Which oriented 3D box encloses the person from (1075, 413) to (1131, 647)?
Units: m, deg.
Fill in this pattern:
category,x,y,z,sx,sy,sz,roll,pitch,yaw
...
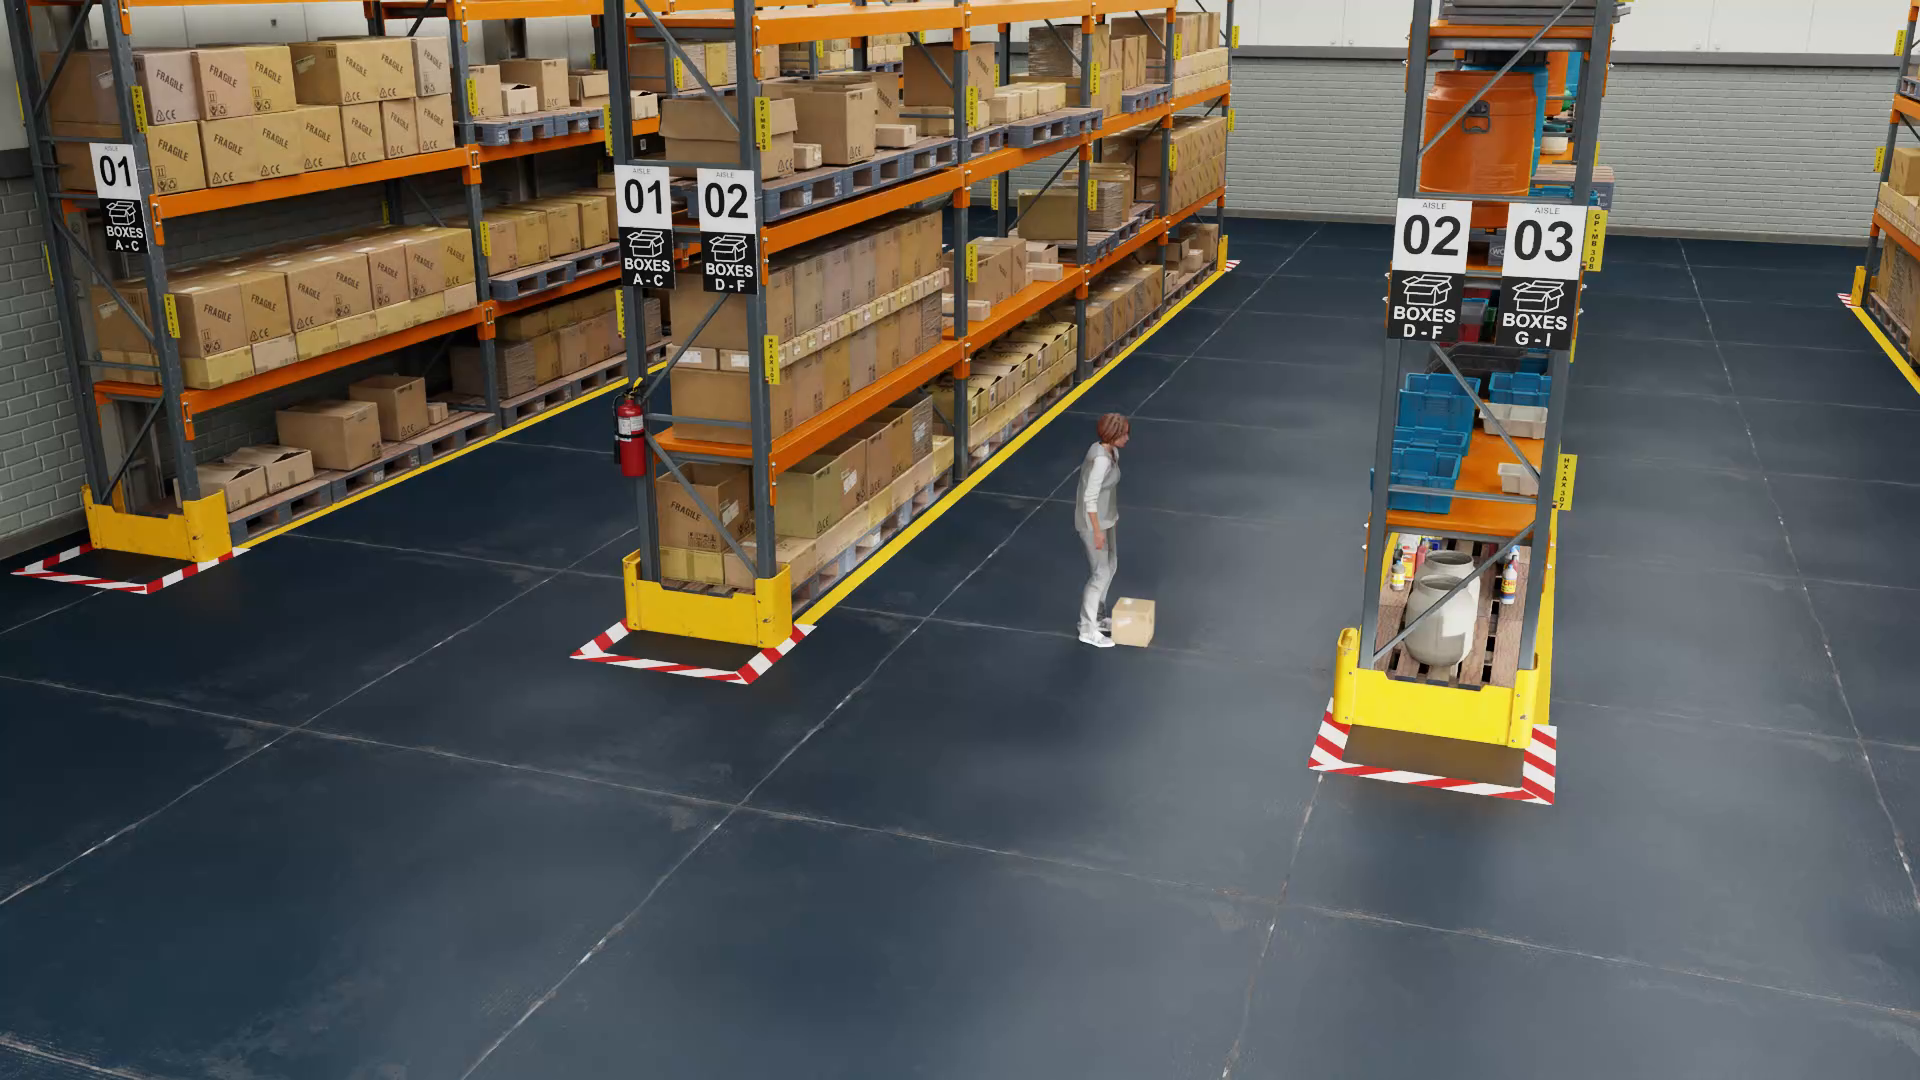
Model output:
category,x,y,z,sx,sy,sz,roll,pitch,yaw
person,0.960,-0.085,11.348,0.347,1.580,0.472,5,20,16
